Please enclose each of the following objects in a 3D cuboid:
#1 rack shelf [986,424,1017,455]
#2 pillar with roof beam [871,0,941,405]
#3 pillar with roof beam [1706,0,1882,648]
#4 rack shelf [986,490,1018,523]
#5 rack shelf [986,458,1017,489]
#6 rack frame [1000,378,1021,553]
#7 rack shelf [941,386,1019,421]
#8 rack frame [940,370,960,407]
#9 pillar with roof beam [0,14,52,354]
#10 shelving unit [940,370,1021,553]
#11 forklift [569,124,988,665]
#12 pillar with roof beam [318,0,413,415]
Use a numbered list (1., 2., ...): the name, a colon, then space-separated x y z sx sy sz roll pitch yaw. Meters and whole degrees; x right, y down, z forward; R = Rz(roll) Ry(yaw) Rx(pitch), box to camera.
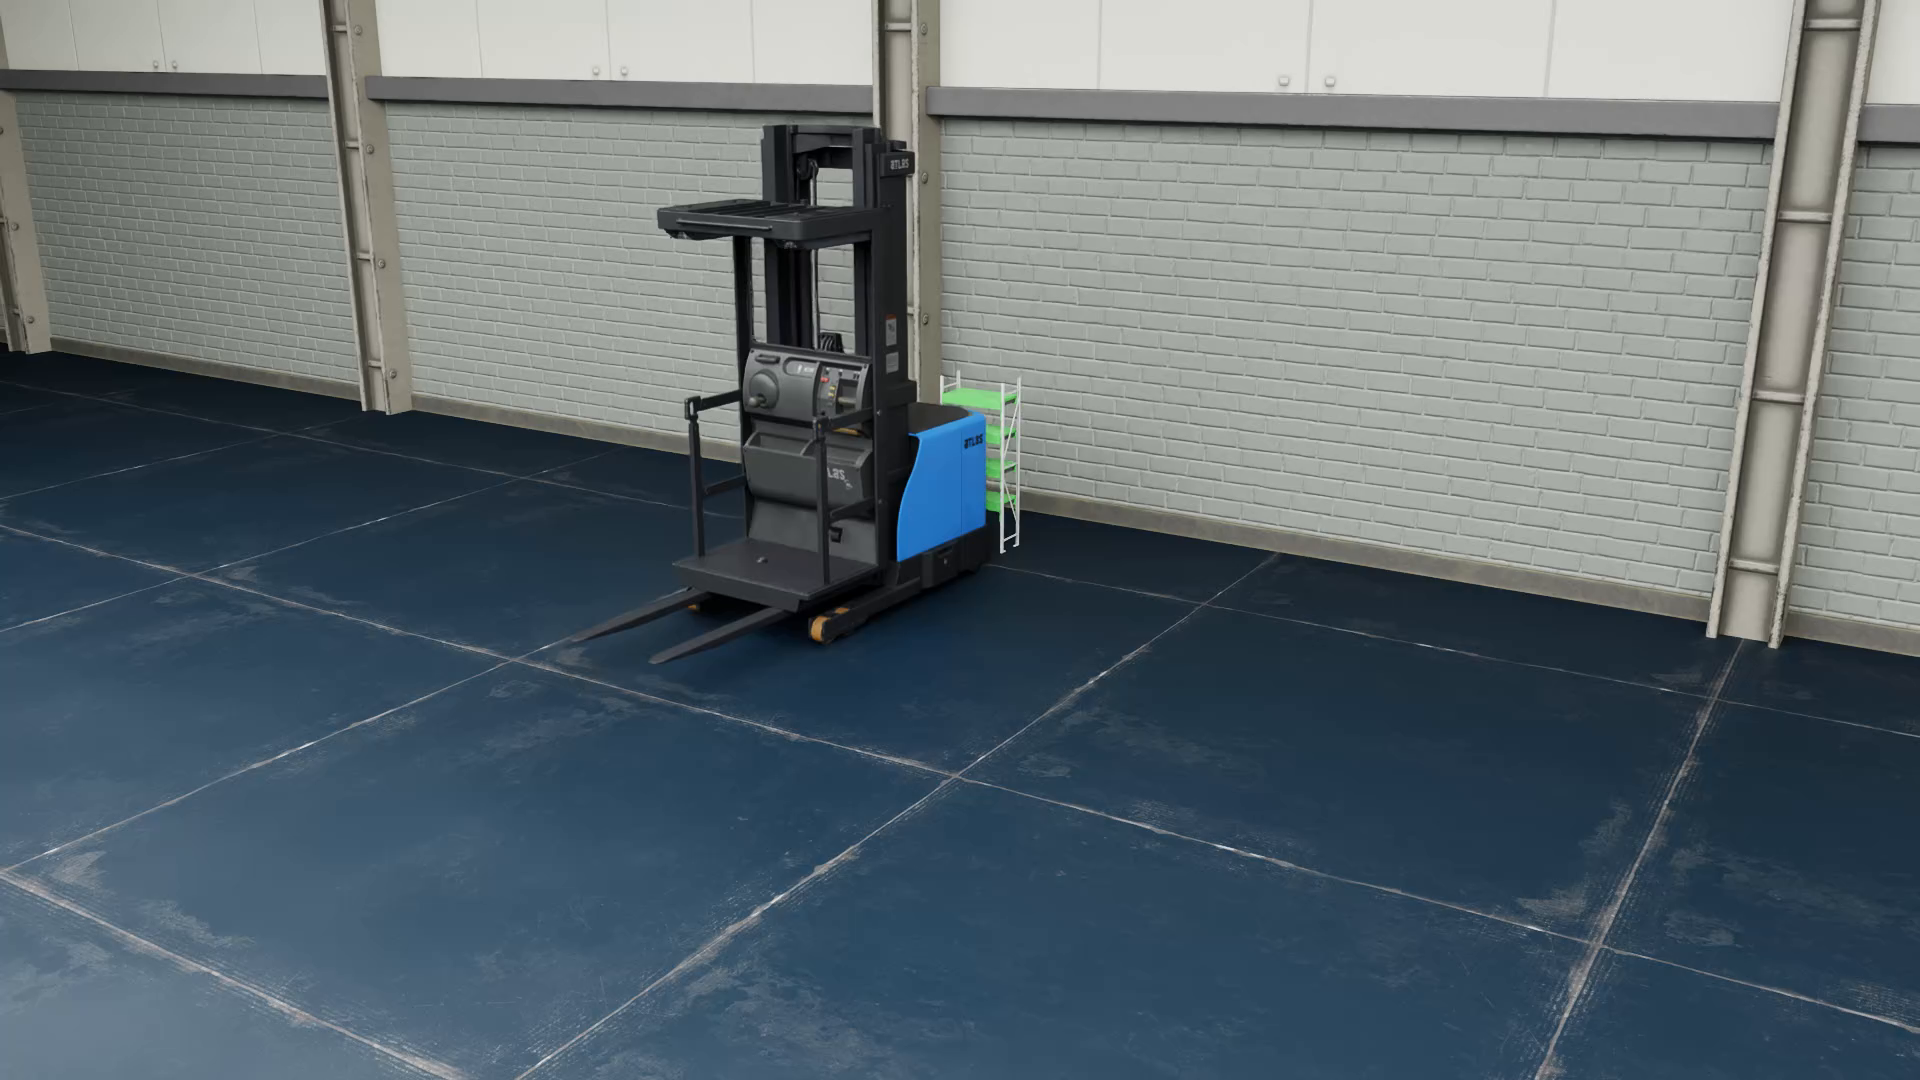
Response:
1. rack shelf: 0.141 -0.717 11.573 0.480 0.148 0.258 10 20 30
2. pillar with roof beam: -2.642 -3.581 8.189 0.400 9.000 9.100 10 20 30
3. pillar with roof beam: 2.470 -2.669 5.184 0.400 9.000 9.100 10 20 30
4. rack shelf: 0.141 -0.258 11.712 0.480 0.148 0.258 10 20 30
5. rack shelf: 0.141 -0.488 11.643 0.480 0.148 0.258 10 20 30
6. rack frame: 0.349 -0.512 11.502 0.015 1.200 0.240 10 20 30
7. rack shelf: 0.141 -0.947 11.503 0.480 0.148 0.258 10 20 30
8. rack frame: -0.067 -0.586 11.746 0.015 1.200 0.240 10 20 30
9. pillar with roof beam: -12.868 -5.407 14.198 0.400 9.000 9.100 10 20 30
10. shelving unit: 0.141 -0.549 11.624 0.503 1.200 0.258 10 20 30
11. forklift: -1.058 -0.943 9.943 1.130 2.935 3.031 11 20 33
12. pillar with roof beam: -7.755 -4.494 11.193 0.400 9.000 9.100 10 20 30
